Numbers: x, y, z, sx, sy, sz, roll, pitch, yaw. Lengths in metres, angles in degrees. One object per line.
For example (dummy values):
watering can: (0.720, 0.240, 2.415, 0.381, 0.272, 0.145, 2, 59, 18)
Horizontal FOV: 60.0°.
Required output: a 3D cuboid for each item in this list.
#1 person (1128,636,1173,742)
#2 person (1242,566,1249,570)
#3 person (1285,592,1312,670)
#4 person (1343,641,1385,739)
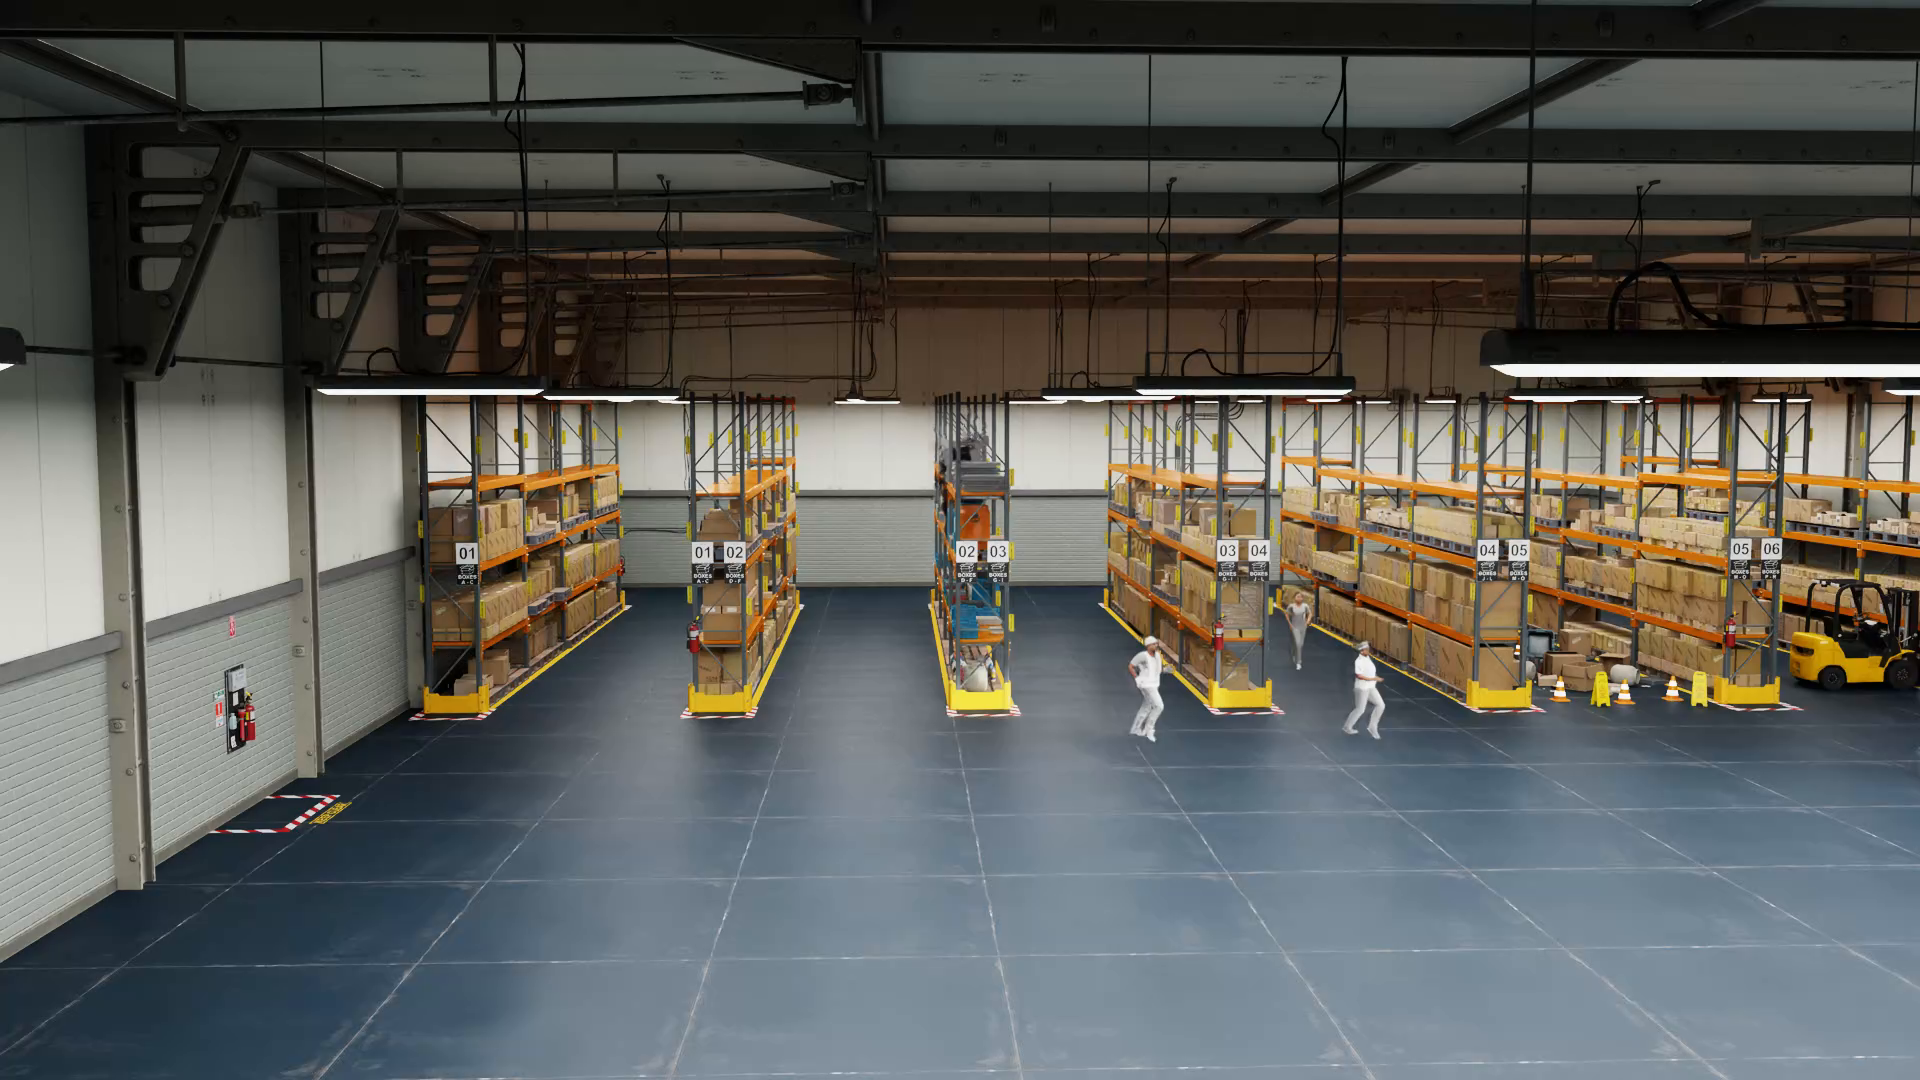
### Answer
person: (3.287, 2.560, 28.618, 0.743, 1.829, 0.645, 3, 5, 30)
person: (7.910, 1.163, 47.613, 0.673, 1.509, 0.565, 3, 5, 30)
person: (7.437, 1.963, 36.585, 0.565, 1.684, 0.824, 0, 5, -4)
person: (7.018, 2.594, 28.827, 0.734, 1.728, 0.581, 4, 6, 43)
